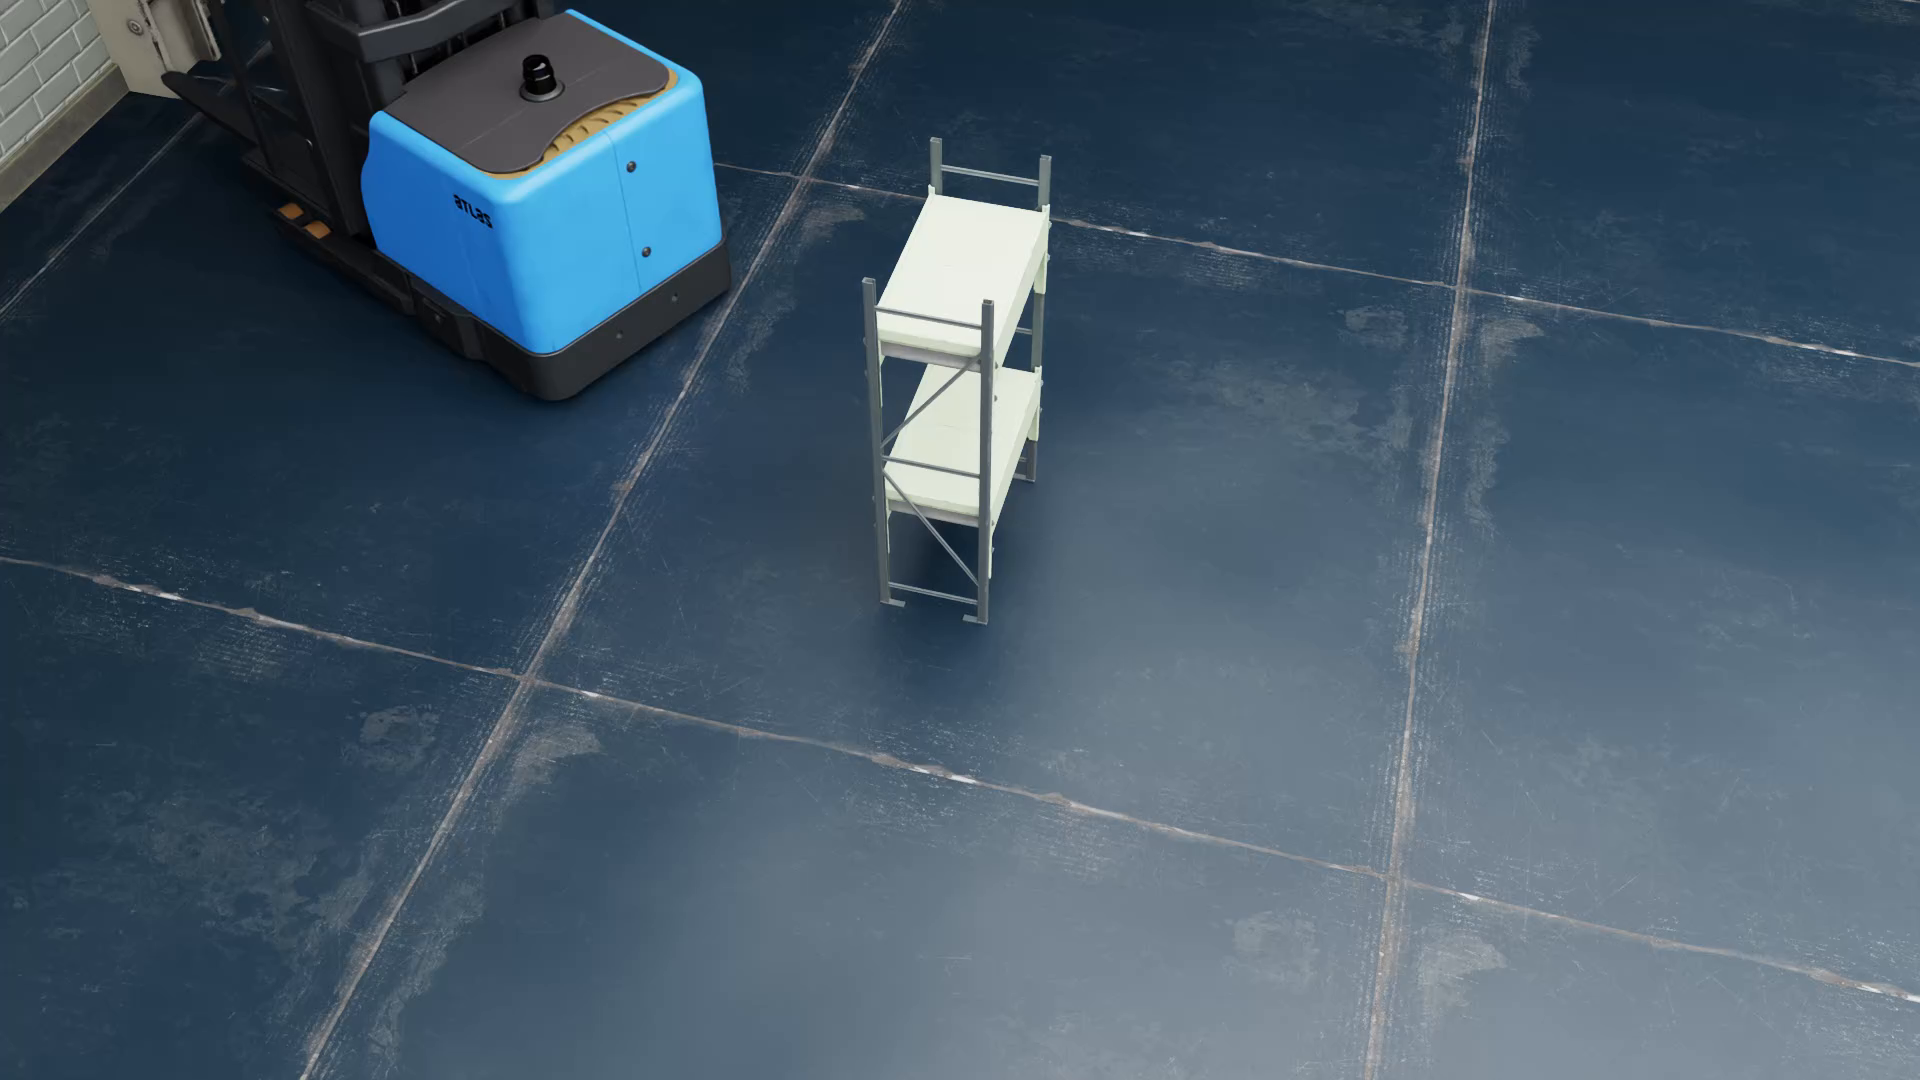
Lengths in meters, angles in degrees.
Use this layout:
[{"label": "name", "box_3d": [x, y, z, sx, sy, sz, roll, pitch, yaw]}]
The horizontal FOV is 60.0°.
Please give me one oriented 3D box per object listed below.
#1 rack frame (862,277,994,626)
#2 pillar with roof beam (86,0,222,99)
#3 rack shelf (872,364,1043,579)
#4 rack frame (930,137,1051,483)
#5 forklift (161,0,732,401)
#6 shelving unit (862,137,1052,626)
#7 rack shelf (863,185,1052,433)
[{"label": "rack frame", "box_3d": [-0.095, -0.236, 5.458, 0.400, 1.500, 0.023, 12, 50, 10]}, {"label": "pillar with roof beam", "box_3d": [0.221, -4.466, 4.190, 9.100, 9.000, 0.400, 12, 50, 10]}, {"label": "rack shelf", "box_3d": [0.002, -0.285, 5.936, 0.431, 0.370, 0.720, 12, 50, 10]}, {"label": "rack frame", "box_3d": [0.098, -0.766, 5.926, 0.400, 1.500, 0.023, 12, 50, 10]}, {"label": "forklift", "box_3d": [-2.429, -2.480, 6.484, 3.031, 2.935, 1.130, 32, 56, 25]}, {"label": "shelving unit", "box_3d": [0.002, -0.501, 5.692, 0.431, 1.500, 0.755, 12, 50, 10]}, {"label": "rack shelf", "box_3d": [0.002, -0.759, 5.399, 0.431, 0.370, 0.720, 12, 50, 10]}]
